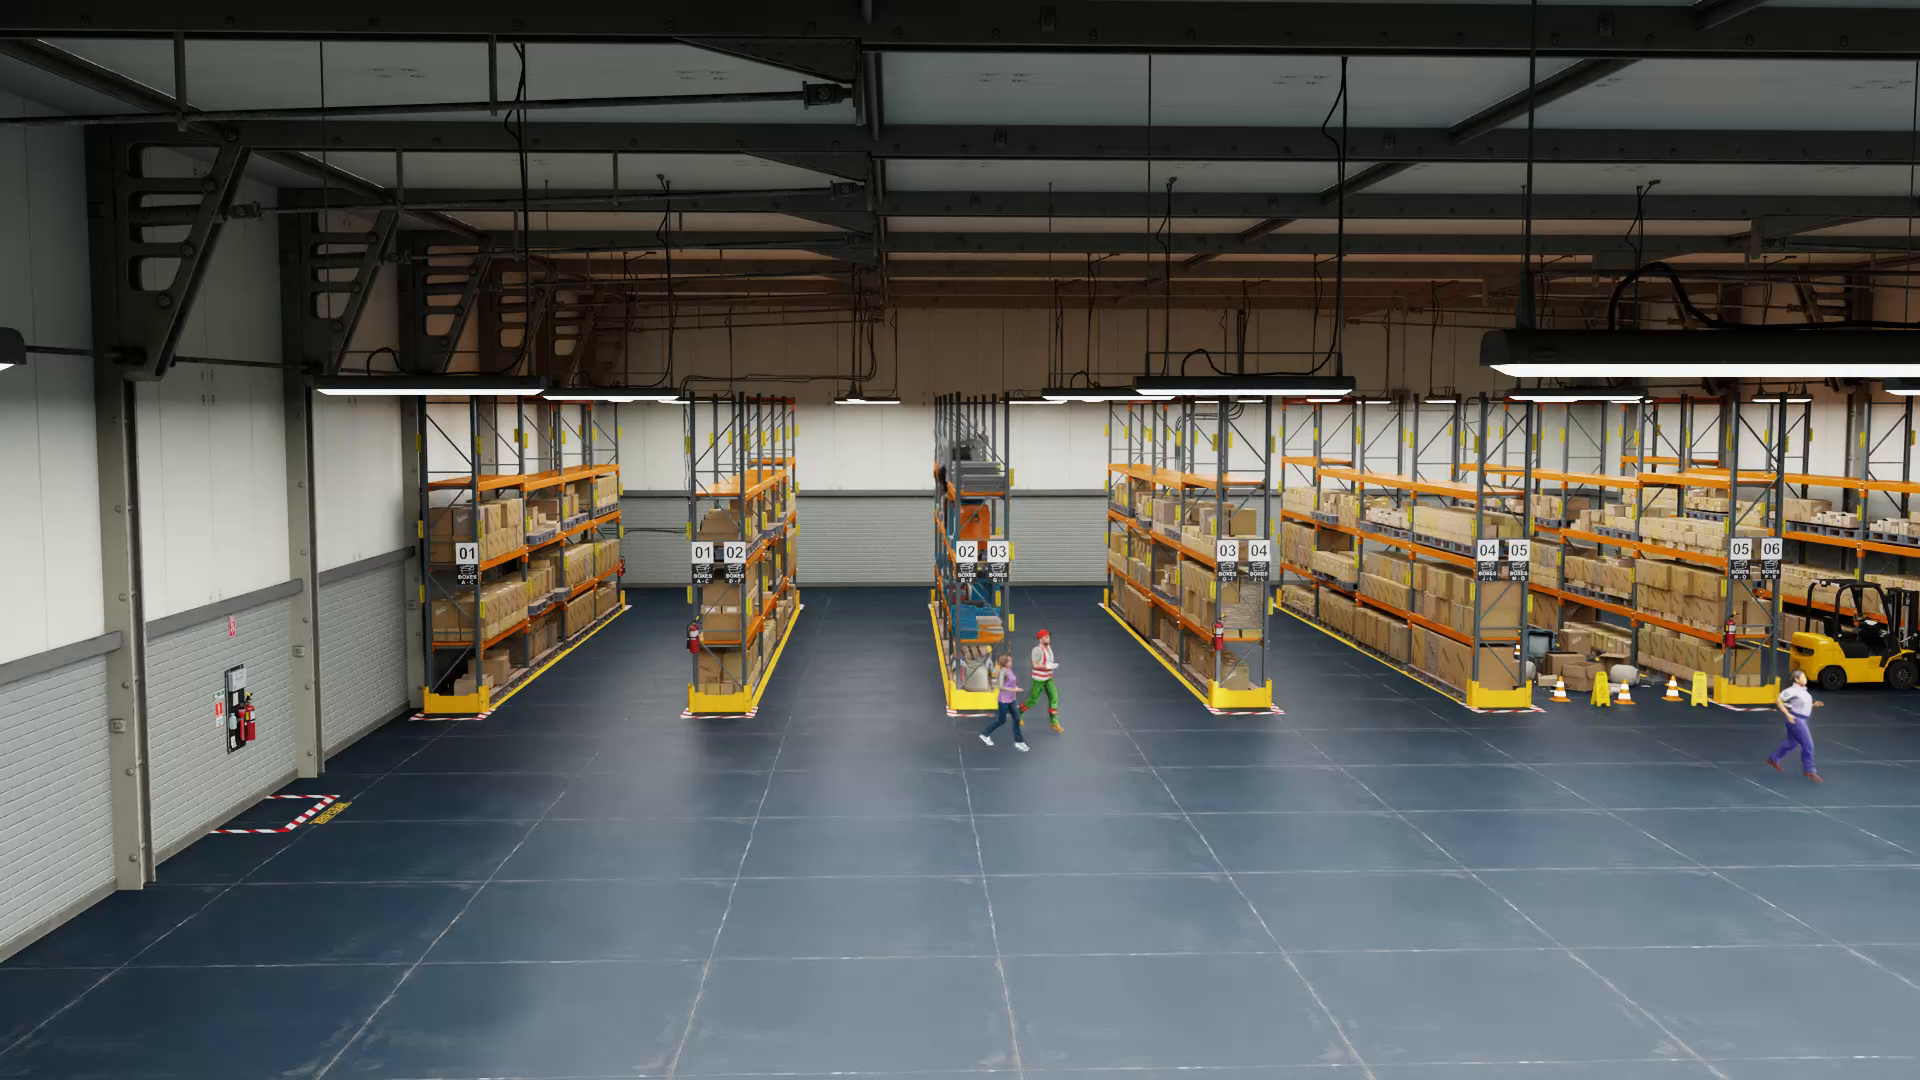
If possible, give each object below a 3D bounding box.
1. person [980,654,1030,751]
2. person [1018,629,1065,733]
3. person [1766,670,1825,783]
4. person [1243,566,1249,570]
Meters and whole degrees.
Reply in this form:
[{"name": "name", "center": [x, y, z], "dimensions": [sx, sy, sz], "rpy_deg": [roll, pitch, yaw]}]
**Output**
[{"name": "person", "center": [0.750, 2.702, 27.702], "dimensions": [0.860, 1.614, 0.550], "rpy_deg": [2, 5, 24]}, {"name": "person", "center": [1.413, 2.472, 29.374], "dimensions": [0.987, 1.812, 0.672], "rpy_deg": [3, 6, 37]}, {"name": "person", "center": [12.885, 2.839, 25.612], "dimensions": [0.875, 1.678, 0.594], "rpy_deg": [4, 6, 38]}, {"name": "person", "center": [8.412, 1.021, 48.619], "dimensions": [0.485, 1.638, 0.597], "rpy_deg": [-1, 5, -15]}]
